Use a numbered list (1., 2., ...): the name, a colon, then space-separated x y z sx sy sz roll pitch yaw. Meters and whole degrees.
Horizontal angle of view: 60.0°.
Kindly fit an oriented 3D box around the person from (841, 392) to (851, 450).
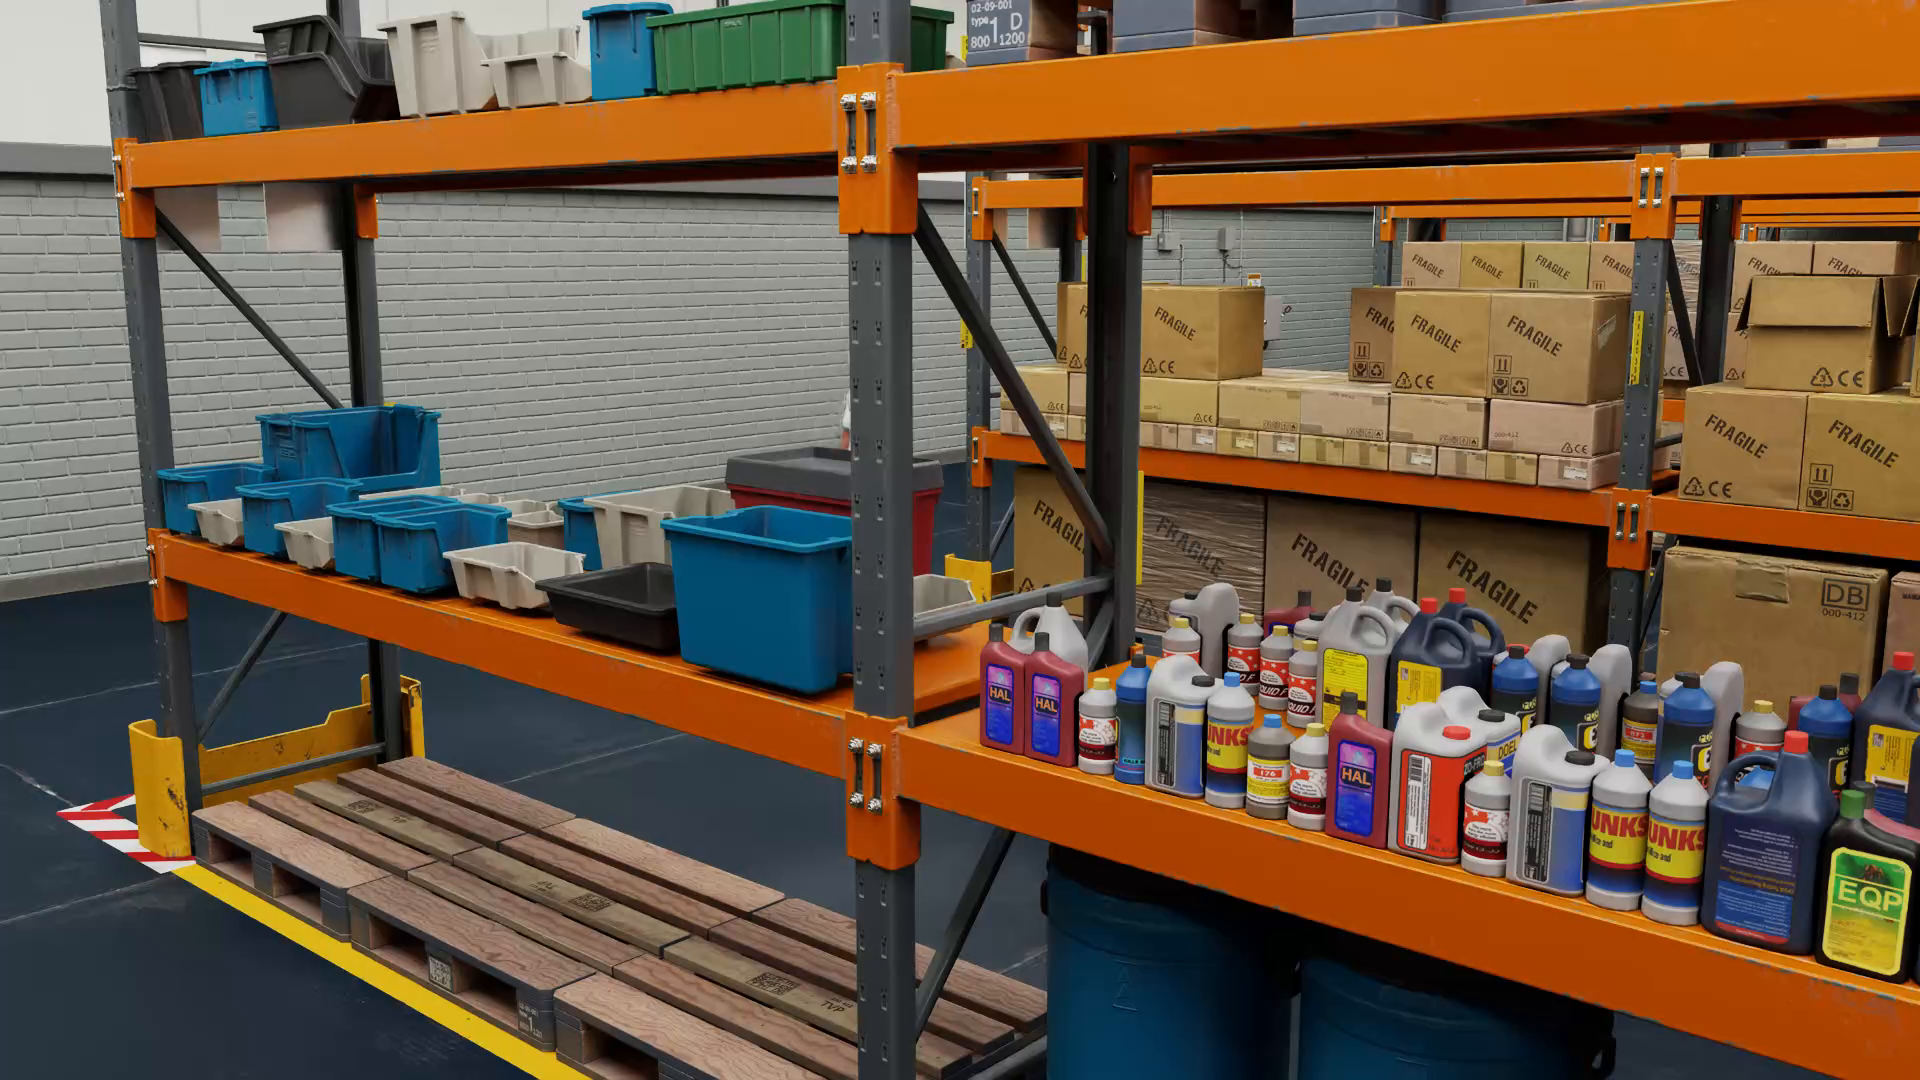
1. person: -0.610 -0.466 11.365 0.599 1.746 0.701 8 13 37
